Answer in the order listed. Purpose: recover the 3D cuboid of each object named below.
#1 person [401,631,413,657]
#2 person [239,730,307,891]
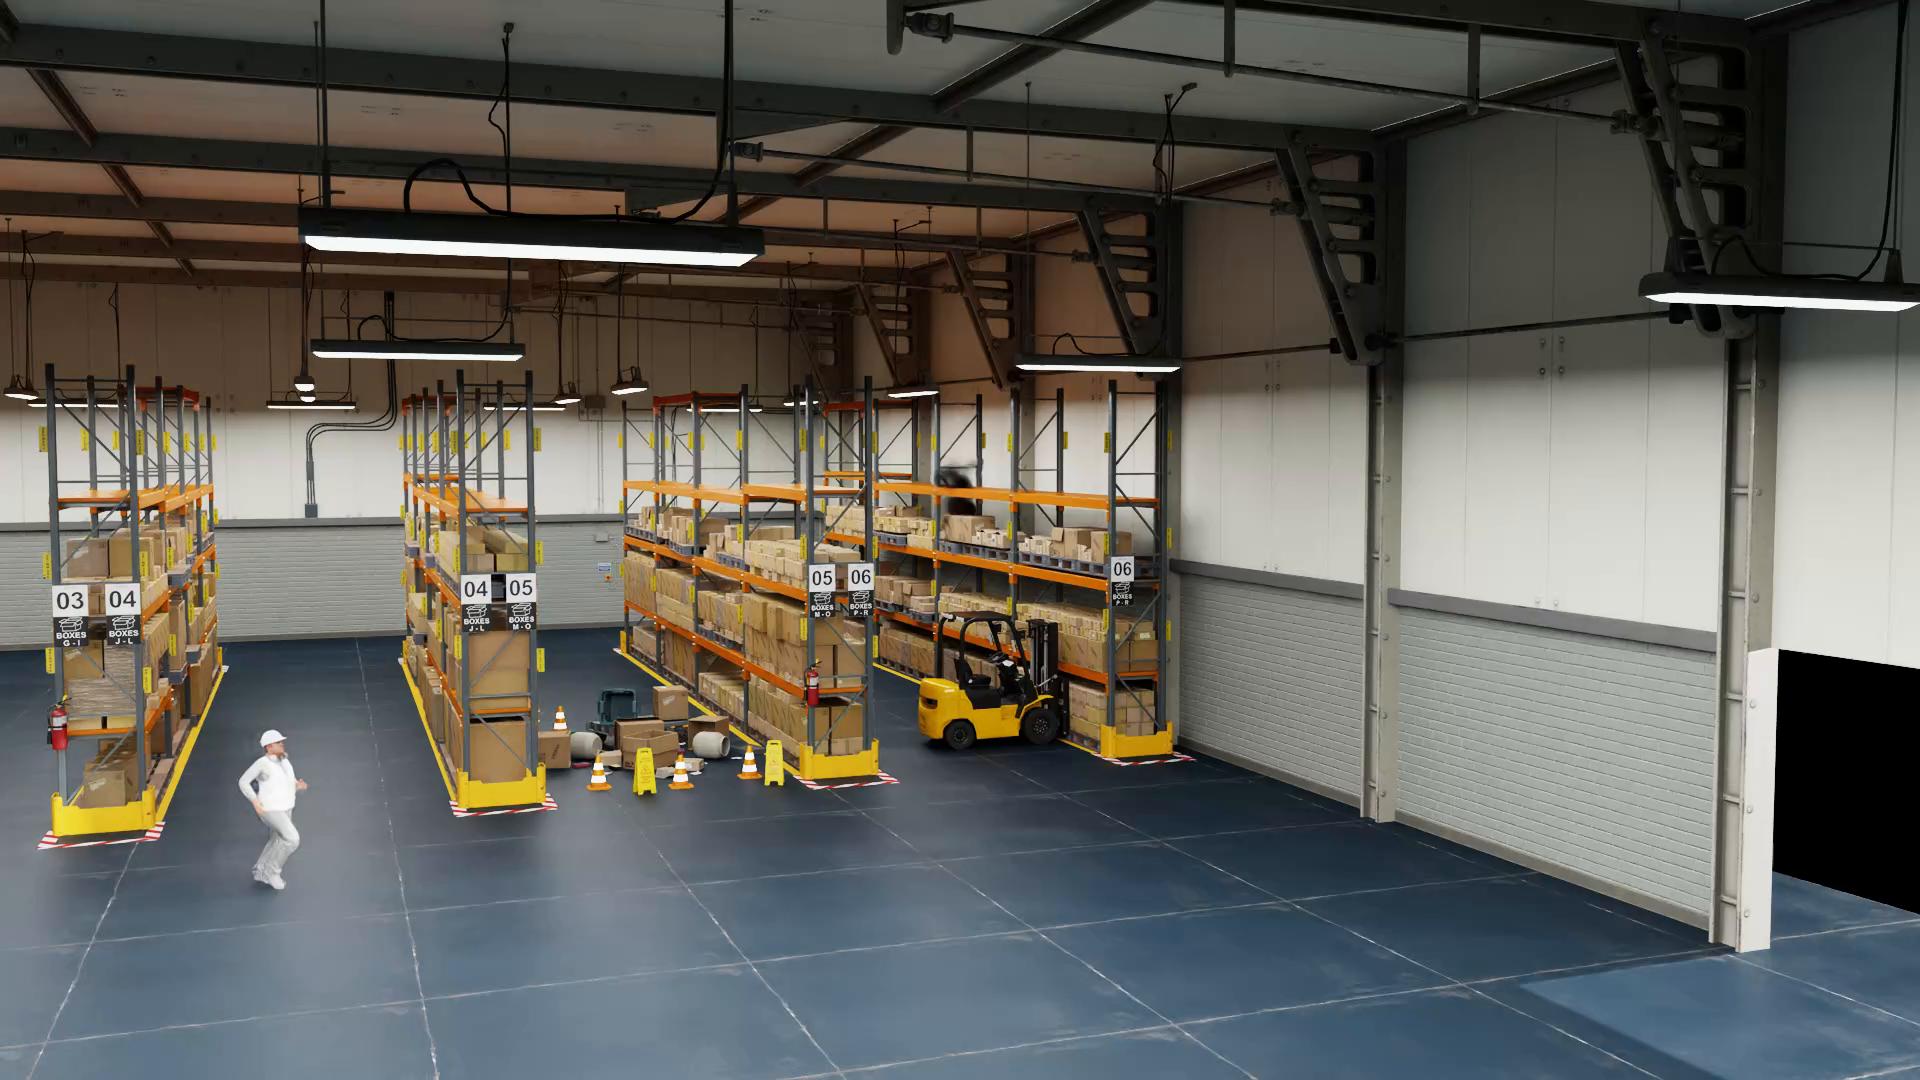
[{"bbox_3d":[-12.623,1.848,38.963,0.930,1.800,0.703,-1,4,-24],"label":"person"},{"bbox_3d":[-7.665,3.029,18.676,0.705,1.782,0.627,0,3,8],"label":"person"}]
